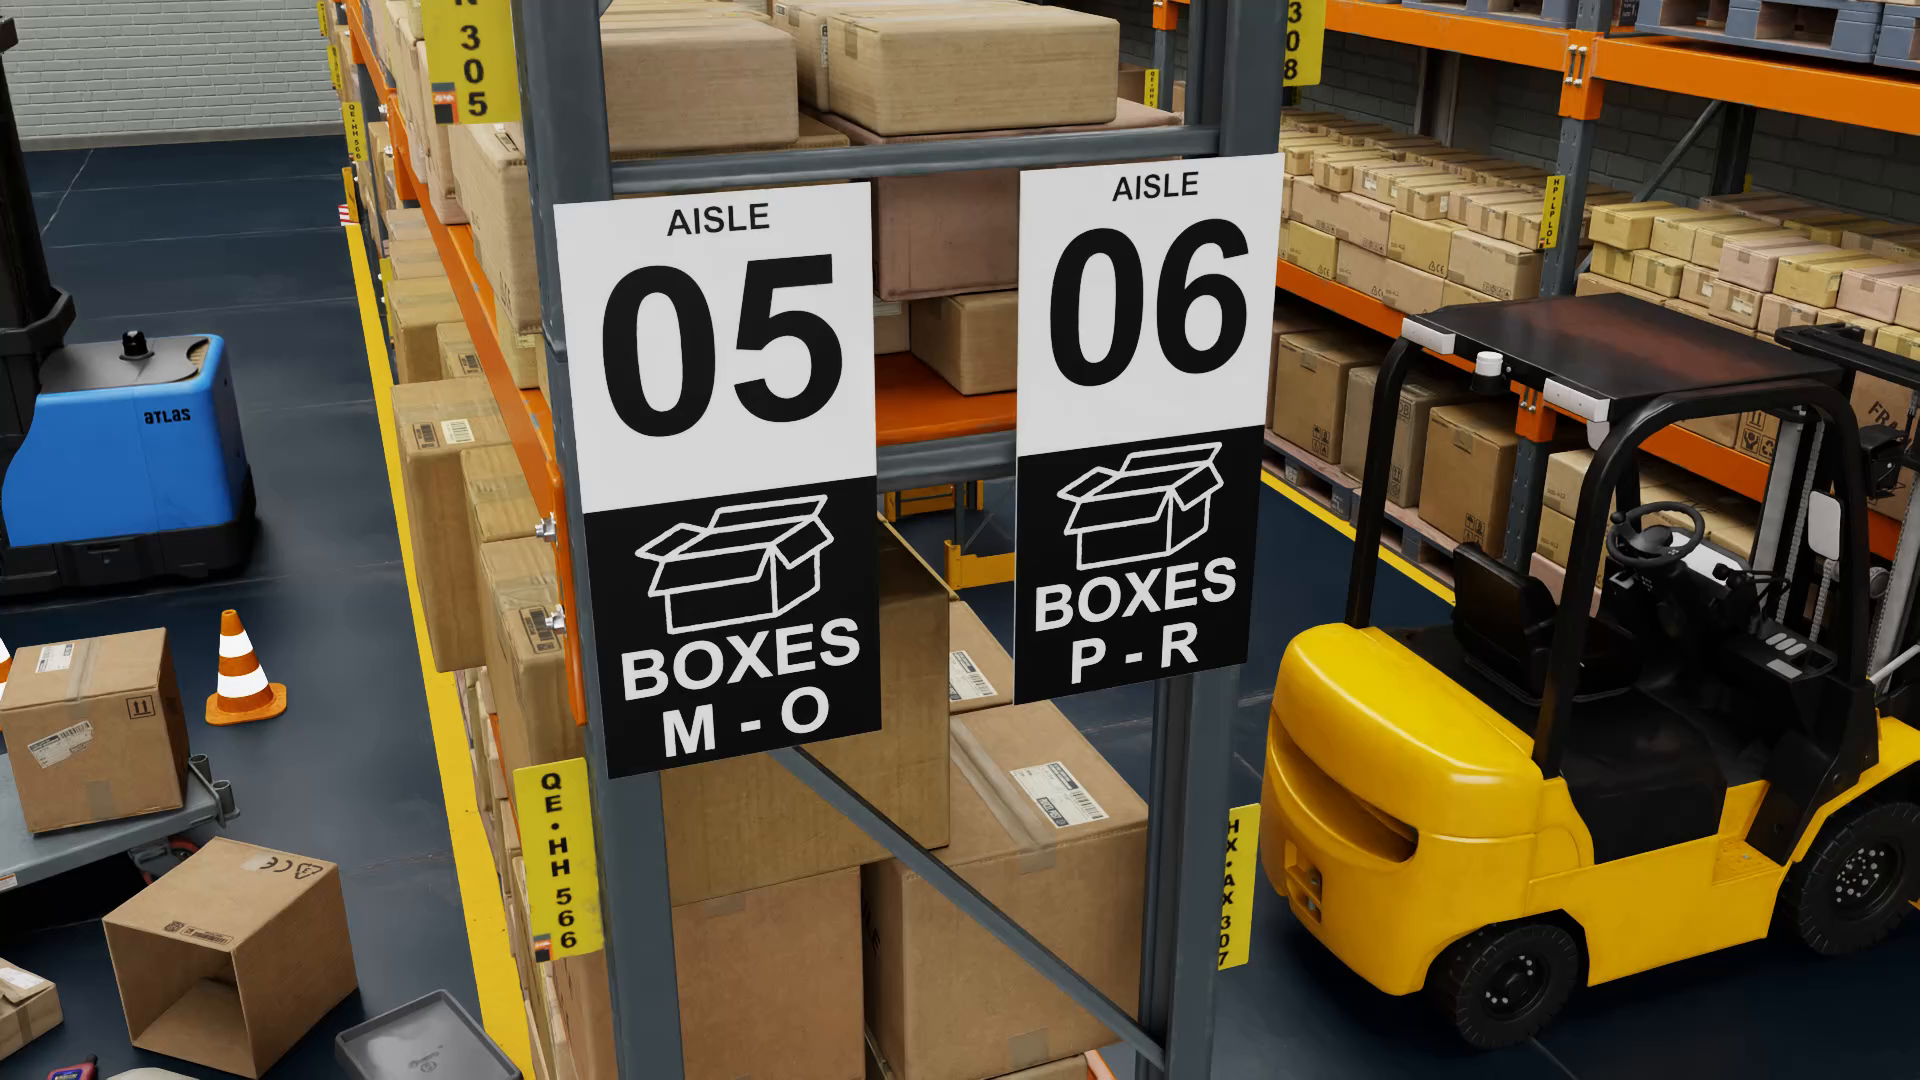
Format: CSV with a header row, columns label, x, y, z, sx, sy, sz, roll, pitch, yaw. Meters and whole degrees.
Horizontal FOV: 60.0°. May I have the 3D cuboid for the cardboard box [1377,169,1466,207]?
label,x,y,z,sx,sy,sz,roll,pitch,yaw
cardboard box,2.456,-1.869,8.859,0.380,0.149,0.250,-9,24,-20

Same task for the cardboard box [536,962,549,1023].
label,x,y,z,sx,sy,sz,roll,pitch,yaw
cardboard box,-0.854,1.032,4.139,0.380,0.149,0.250,-8,24,-18

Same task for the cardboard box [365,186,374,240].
label,x,y,z,sx,sy,sz,roll,pitch,yaw
cardboard box,-3.491,-2.095,10.553,0.500,0.250,0.500,-8,24,-18

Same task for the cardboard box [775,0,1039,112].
label,x,y,z,sx,sy,sz,roll,pitch,yaw
cardboard box,-0.087,-0.807,2.736,0.380,0.149,0.250,-8,24,-19

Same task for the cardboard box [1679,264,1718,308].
label,x,y,z,sx,sy,sz,roll,pitch,yaw
cardboard box,3.258,-1.070,6.963,0.380,0.149,0.250,-8,24,-19

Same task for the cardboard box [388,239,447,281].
label,x,y,z,sx,sy,sz,roll,pitch,yaw
cardboard box,-1.349,-0.645,5.120,0.700,0.500,0.500,-8,24,-19

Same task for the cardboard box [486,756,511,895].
label,x,y,z,sx,sy,sz,roll,pitch,yaw
cardboard box,-1.306,0.793,5.541,0.500,0.500,0.500,-7,24,-17

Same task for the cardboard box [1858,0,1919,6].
label,x,y,z,sx,sy,sz,roll,pitch,yaw
cardboard box,3.421,-2.041,5.872,0.396,0.266,0.258,-9,24,-20

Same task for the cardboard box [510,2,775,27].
label,x,y,z,sx,sy,sz,roll,pitch,yaw
cardboard box,-0.499,-0.741,2.582,0.380,0.149,0.250,-8,24,-18

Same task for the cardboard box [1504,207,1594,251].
label,x,y,z,sx,sy,sz,roll,pitch,yaw
cardboard box,2.852,-1.501,7.984,0.380,0.149,0.250,-7,24,-17

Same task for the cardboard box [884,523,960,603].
label,x,y,z,sx,sy,sz,roll,pitch,yaw
cardboard box,-0.323,0.308,4.146,0.500,0.500,0.500,-9,24,-20

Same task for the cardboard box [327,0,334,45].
label,x,y,z,sx,sy,sz,roll,pitch,yaw
cardboard box,-5.419,-4.660,15.029,0.500,0.500,0.500,-9,24,-19

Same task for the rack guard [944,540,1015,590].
label,x,y,z,sx,sy,sz,roll,pitch,yaw
rack guard,0.203,0.093,8.706,0.587,0.250,0.087,-8,24,-19

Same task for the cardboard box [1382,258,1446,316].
label,x,y,z,sx,sy,sz,roll,pitch,yaw
cardboard box,2.575,-1.322,8.718,0.500,0.250,0.500,-8,24,-19

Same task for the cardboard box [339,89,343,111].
label,x,y,z,sx,sy,sz,roll,pitch,yaw
cardboard box,-5.432,-4.205,15.235,0.500,0.500,0.500,-8,24,-19

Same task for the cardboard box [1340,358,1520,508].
label,x,y,z,sx,sy,sz,roll,pitch,yaw
cardboard box,2.719,-0.632,9.405,0.875,0.625,0.625,-9,24,-20

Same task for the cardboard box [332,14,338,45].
label,x,y,z,sx,sy,sz,roll,pitch,yaw
cardboard box,-4.713,-3.927,13.288,0.500,0.500,0.500,-9,24,-19

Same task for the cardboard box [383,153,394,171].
label,x,y,z,sx,sy,sz,roll,pitch,yaw
cardboard box,-2.548,-1.634,8.212,0.500,0.500,0.500,-8,24,-18

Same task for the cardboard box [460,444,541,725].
label,x,y,z,sx,sy,sz,roll,pitch,yaw
cardboard box,-0.605,0.089,3.377,0.700,0.500,0.500,-8,24,-18

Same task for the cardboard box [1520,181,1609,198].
label,x,y,z,sx,sy,sz,roll,pitch,yaw
cardboard box,3.124,-1.760,8.599,0.380,0.149,0.250,-8,24,-19

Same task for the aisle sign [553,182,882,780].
label,x,y,z,sx,sy,sz,roll,pitch,yaw
aisle sign,-0.298,-0.062,2.187,0.394,0.787,0.004,-8,24,-19

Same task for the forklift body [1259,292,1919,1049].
label,x,y,z,sx,sy,sz,roll,pitch,yaw
forklift body,2.217,0.344,5.665,2.313,2.155,1.214,-8,24,-19

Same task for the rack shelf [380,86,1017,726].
label,x,y,z,sx,sy,sz,roll,pitch,yaw
rack shelf,-0.755,-0.704,4.121,1.077,0.370,4.000,-8,24,-19

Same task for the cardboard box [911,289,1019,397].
label,x,y,z,sx,sy,sz,roll,pitch,yaw
cardboard box,0.138,-0.358,2.698,0.380,0.149,0.250,-8,24,-19

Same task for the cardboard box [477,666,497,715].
label,x,y,z,sx,sy,sz,roll,pitch,yaw
cardboard box,-1.207,0.361,4.855,0.380,0.149,0.250,-8,24,-19

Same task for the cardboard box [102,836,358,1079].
label,x,y,z,sx,sy,sz,roll,pitch,yaw
cardboard box,-2.356,1.347,5.407,0.500,0.500,0.500,8,24,18

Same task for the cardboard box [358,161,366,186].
label,x,y,z,sx,sy,sz,roll,pitch,yaw
cardboard box,-3.668,-2.504,10.879,0.500,0.250,0.500,-9,24,-20

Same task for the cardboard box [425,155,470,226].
label,x,y,z,sx,sy,sz,roll,pitch,yaw
cardboard box,-1.020,-0.836,3.832,0.380,0.149,0.250,-9,24,-20

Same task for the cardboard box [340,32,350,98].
label,x,y,z,sx,sy,sz,roll,pitch,yaw
cardboard box,-4.196,-3.413,12.069,0.500,0.500,0.500,-8,24,-19

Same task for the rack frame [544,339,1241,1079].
label,x,y,z,sx,sy,sz,roll,pitch,yaw
rack frame,-0.048,1.074,2.840,1.000,3.000,0.127,-8,24,-19

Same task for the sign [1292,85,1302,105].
label,x,y,z,sx,sy,sz,roll,pitch,yaw
sign,2.286,-3.126,11.315,0.100,0.325,0.005,-8,24,-19

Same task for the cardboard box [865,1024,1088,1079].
label,x,y,z,sx,sy,sz,roll,pitch,yaw
cardboard box,0.025,1.038,3.249,0.380,0.149,0.250,-8,24,-19

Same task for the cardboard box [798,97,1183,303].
label,x,y,z,sx,sy,sz,roll,pitch,yaw
cardboard box,0.023,-0.596,2.749,0.500,0.250,0.500,-9,24,-20

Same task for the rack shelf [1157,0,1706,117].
label,x,y,z,sx,sy,sz,roll,pitch,yaw
rack shelf,2.474,-2.839,9.189,1.077,0.370,4.000,-8,24,-19

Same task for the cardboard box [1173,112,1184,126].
label,x,y,z,sx,sy,sz,roll,pitch,yaw
cardboard box,1.605,-2.704,10.840,0.380,0.149,0.250,-8,24,-17

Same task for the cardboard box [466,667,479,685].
label,x,y,z,sx,sy,sz,roll,pitch,yaw
cardboard box,-1.518,0.355,5.746,0.380,0.149,0.250,-8,24,-18

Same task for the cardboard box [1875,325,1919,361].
label,x,y,z,sx,sy,sz,roll,pitch,yaw
cardboard box,3.575,-0.690,6.062,0.380,0.149,0.250,-9,24,-20

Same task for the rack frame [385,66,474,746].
label,x,y,z,sx,sy,sz,roll,pitch,yaw
rack frame,-1.462,-0.380,6.288,1.000,3.000,0.127,-8,24,-19

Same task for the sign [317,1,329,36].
label,x,y,z,sx,sy,sz,roll,pitch,yaw
sign,-6.222,-5.101,16.274,0.100,0.325,0.005,-8,24,-19

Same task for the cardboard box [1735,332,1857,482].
label,x,y,z,sx,sy,sz,roll,pitch,yaw
cardboard box,3.473,-0.540,6.541,0.500,0.500,0.500,-9,24,-20

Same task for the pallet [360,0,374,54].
label,x,y,z,sx,sy,sz,roll,pitch,yaw
pallet,-1.949,-2.291,7.202,1.213,0.211,1.003,-8,24,-19

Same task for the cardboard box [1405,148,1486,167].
label,x,y,z,sx,sy,sz,roll,pitch,yaw
cardboard box,2.762,-2.124,9.464,0.380,0.149,0.250,-8,24,-19

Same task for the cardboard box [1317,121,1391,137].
label,x,y,z,sx,sy,sz,roll,pitch,yaw
cardboard box,2.455,-2.508,10.375,0.380,0.149,0.250,-9,24,-20

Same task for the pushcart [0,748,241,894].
label,x,y,z,sx,sy,sz,roll,pitch,yaw
pushcart,-3.577,1.160,6.012,1.648,0.377,0.936,-18,29,-37

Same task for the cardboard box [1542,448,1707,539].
label,x,y,z,sx,sy,sz,roll,pitch,yaw
cardboard box,3.058,-0.230,7.647,0.500,0.250,0.500,-9,24,-20

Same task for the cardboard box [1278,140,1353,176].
label,x,y,z,sx,sy,sz,roll,pitch,yaw
cardboard box,2.071,-2.237,9.731,0.380,0.149,0.250,-8,24,-18

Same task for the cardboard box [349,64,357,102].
label,x,y,z,sx,sy,sz,roll,pitch,yaw
cardboard box,-3.491,-2.677,10.323,0.500,0.500,0.500,-8,24,-18

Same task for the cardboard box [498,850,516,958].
label,x,y,z,sx,sy,sz,roll,pitch,yaw
cardboard box,-1.307,1.138,5.688,0.500,0.250,0.500,-7,24,-16

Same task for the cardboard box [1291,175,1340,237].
label,x,y,z,sx,sy,sz,roll,pitch,yaw
cardboard box,2.244,-1.925,9.505,0.500,0.250,0.500,-8,24,-18

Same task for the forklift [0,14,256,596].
label,x,y,z,sx,sy,sz,roll,pitch,yaw
forklift,-5.362,-1.161,8.230,3.031,2.935,1.130,-7,24,-17

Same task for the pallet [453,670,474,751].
label,x,y,z,sx,sy,sz,roll,pitch,yaw
pallet,-1.738,0.623,7.501,1.003,0.211,1.213,-8,24,-19

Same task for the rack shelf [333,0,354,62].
label,x,y,z,sx,sy,sz,roll,pitch,yaw
rack shelf,-3.581,-3.610,11.018,1.077,0.370,4.000,-8,24,-19

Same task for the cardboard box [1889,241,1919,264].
label,x,y,z,sx,sy,sz,roll,pitch,yaw
cardboard box,3.952,-1.099,6.648,0.380,0.149,0.250,-9,24,-20

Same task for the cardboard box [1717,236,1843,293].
label,x,y,z,sx,sy,sz,roll,pitch,yaw
cardboard box,3.286,-1.106,6.665,0.380,0.149,0.250,-8,24,-18

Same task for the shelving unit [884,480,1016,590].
label,x,y,z,sx,sy,sz,roll,pitch,yaw
shelving unit,0.027,-0.663,8.893,0.587,1.500,1.083,-8,24,-19

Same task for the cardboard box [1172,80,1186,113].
label,x,y,z,sx,sy,sz,roll,pitch,yaw
cardboard box,1.732,-2.963,11.749,0.500,0.500,0.500,-7,24,-17

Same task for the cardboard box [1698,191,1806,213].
label,x,y,z,sx,sy,sz,roll,pitch,yaw
cardboard box,3.576,-1.469,7.528,0.380,0.149,0.250,-8,24,-19

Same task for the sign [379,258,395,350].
label,x,y,z,sx,sy,sz,roll,pitch,yaw
sign,-1.979,-0.836,5.880,0.100,0.325,0.005,-8,24,-19

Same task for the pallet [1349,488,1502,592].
label,x,y,z,sx,sy,sz,roll,pitch,yaw
pallet,2.884,-0.039,9.072,1.003,0.211,1.213,-8,24,-19

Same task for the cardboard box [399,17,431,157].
label,x,y,z,sx,sy,sz,roll,pitch,yaw
cardboard box,-1.026,-1.079,3.897,0.500,0.250,0.500,-8,24,-18
